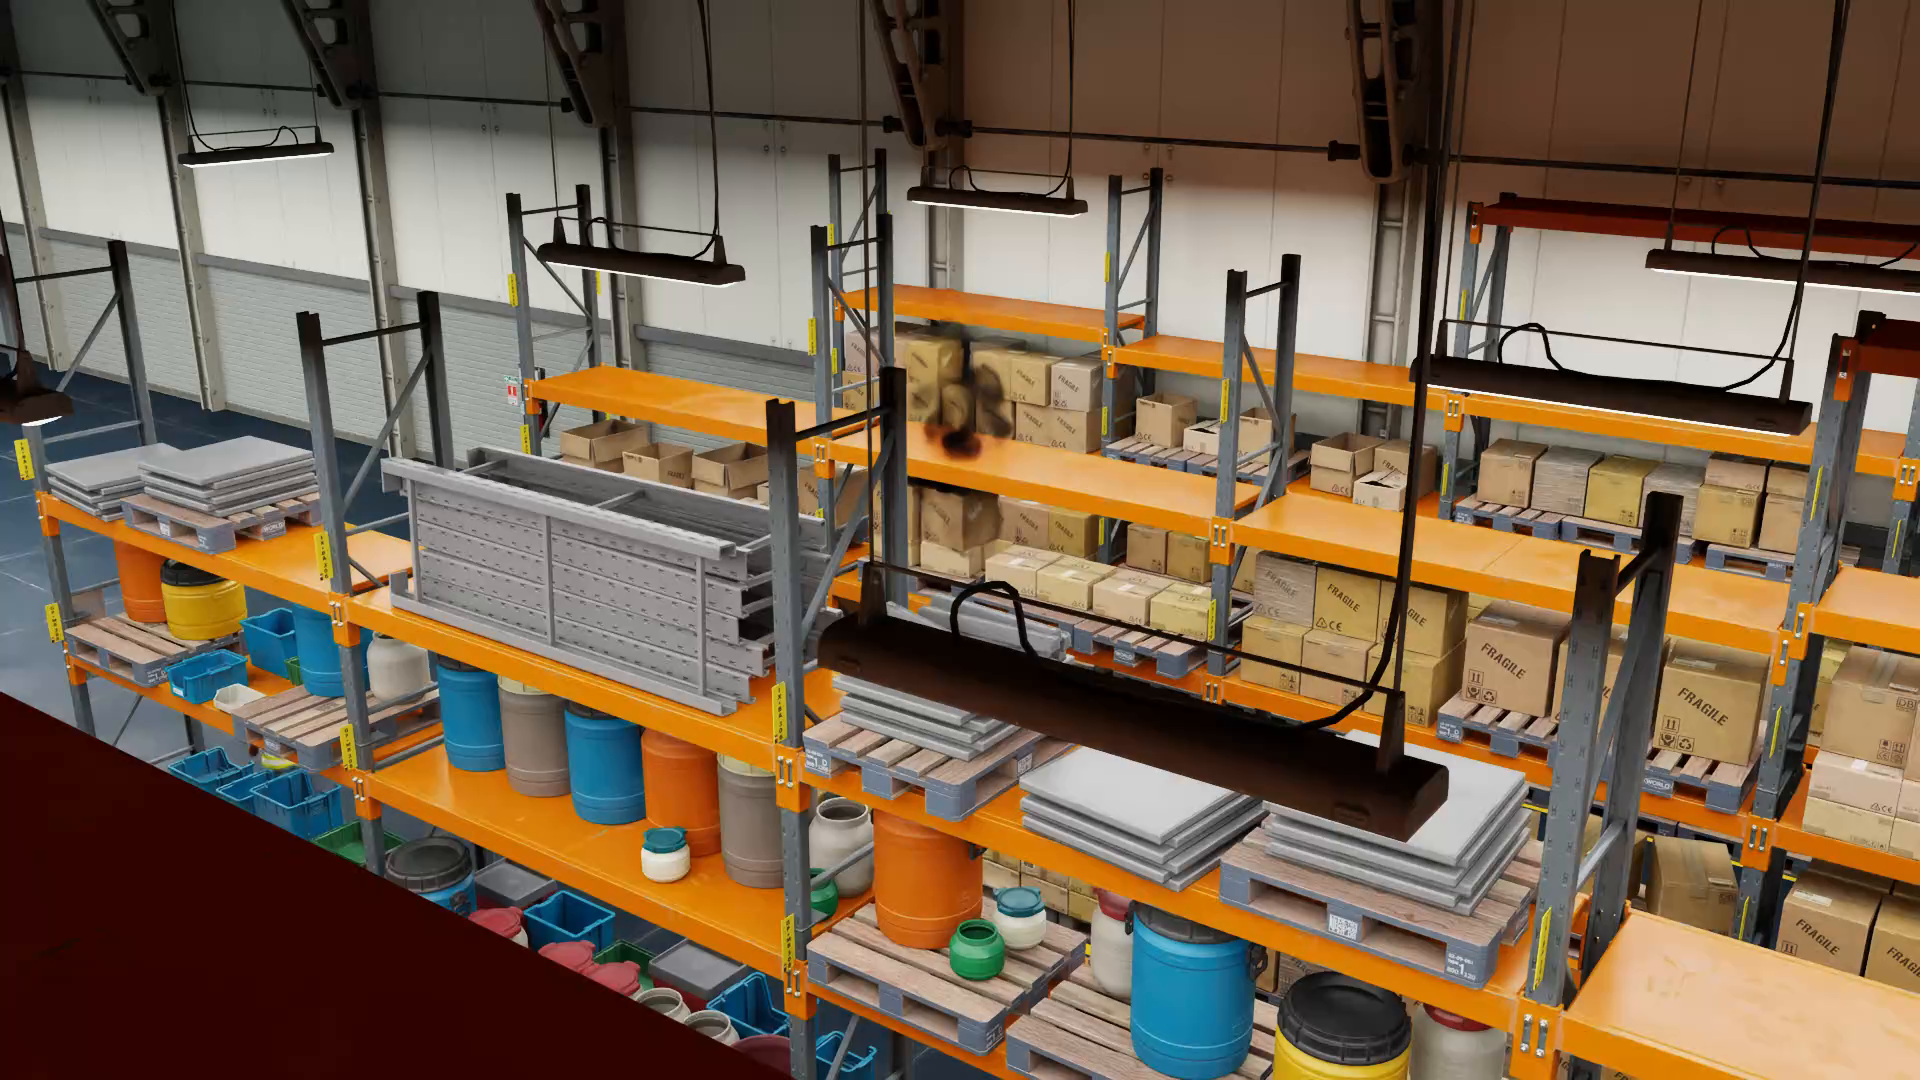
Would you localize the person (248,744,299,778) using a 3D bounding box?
[{"bbox_3d":[-6.547,2.120,16.055,0.674,1.772,0.714,10,21,28],"label":"person"}]
